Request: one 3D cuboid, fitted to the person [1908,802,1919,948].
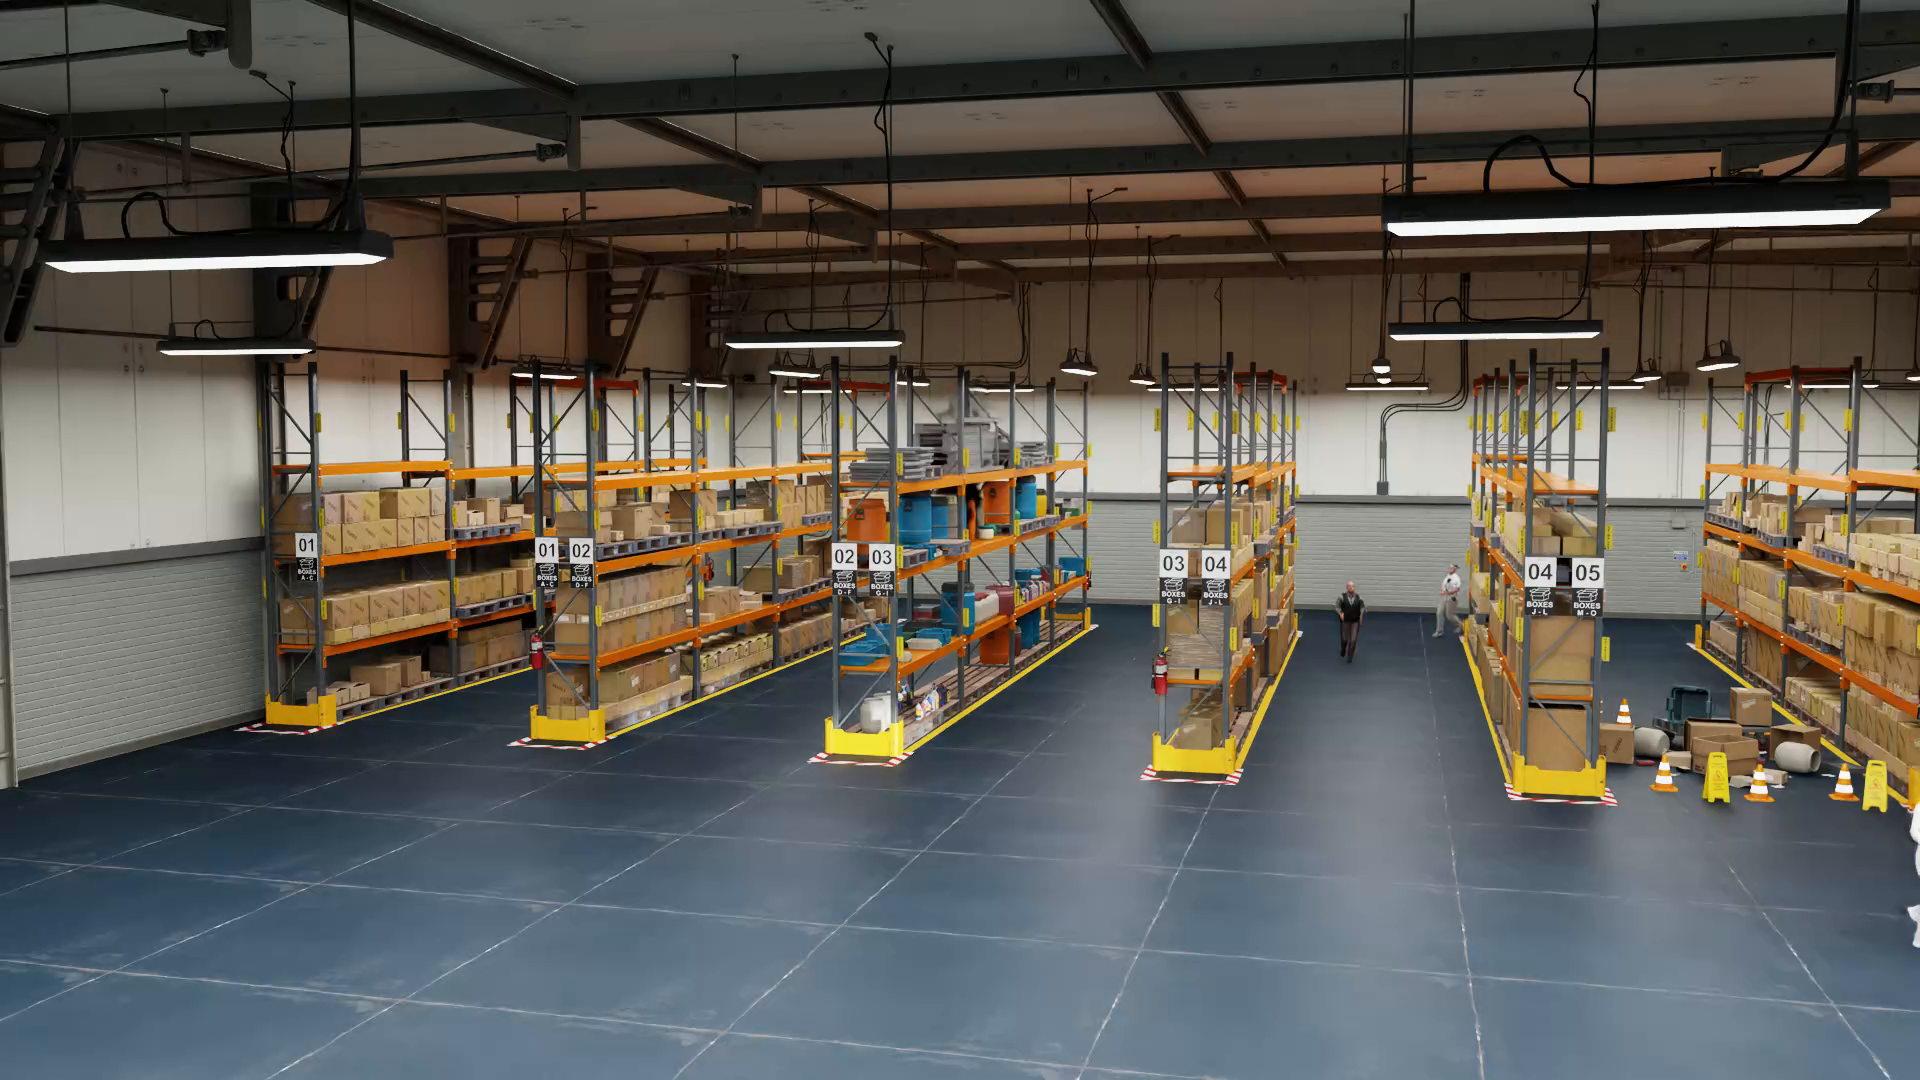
[{"bbox_3d":[9.212,3.031,15.643,0.716,1.743,0.630,-3,5,-32],"label":"person"}]

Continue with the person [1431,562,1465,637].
[{"bbox_3d":[11.509,1.402,38.898,0.834,1.782,0.678,-1,4,-13],"label":"person"}]

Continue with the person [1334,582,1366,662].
[{"bbox_3d":[8.169,1.714,34.818,0.647,1.677,0.580,1,4,7],"label":"person"}]
